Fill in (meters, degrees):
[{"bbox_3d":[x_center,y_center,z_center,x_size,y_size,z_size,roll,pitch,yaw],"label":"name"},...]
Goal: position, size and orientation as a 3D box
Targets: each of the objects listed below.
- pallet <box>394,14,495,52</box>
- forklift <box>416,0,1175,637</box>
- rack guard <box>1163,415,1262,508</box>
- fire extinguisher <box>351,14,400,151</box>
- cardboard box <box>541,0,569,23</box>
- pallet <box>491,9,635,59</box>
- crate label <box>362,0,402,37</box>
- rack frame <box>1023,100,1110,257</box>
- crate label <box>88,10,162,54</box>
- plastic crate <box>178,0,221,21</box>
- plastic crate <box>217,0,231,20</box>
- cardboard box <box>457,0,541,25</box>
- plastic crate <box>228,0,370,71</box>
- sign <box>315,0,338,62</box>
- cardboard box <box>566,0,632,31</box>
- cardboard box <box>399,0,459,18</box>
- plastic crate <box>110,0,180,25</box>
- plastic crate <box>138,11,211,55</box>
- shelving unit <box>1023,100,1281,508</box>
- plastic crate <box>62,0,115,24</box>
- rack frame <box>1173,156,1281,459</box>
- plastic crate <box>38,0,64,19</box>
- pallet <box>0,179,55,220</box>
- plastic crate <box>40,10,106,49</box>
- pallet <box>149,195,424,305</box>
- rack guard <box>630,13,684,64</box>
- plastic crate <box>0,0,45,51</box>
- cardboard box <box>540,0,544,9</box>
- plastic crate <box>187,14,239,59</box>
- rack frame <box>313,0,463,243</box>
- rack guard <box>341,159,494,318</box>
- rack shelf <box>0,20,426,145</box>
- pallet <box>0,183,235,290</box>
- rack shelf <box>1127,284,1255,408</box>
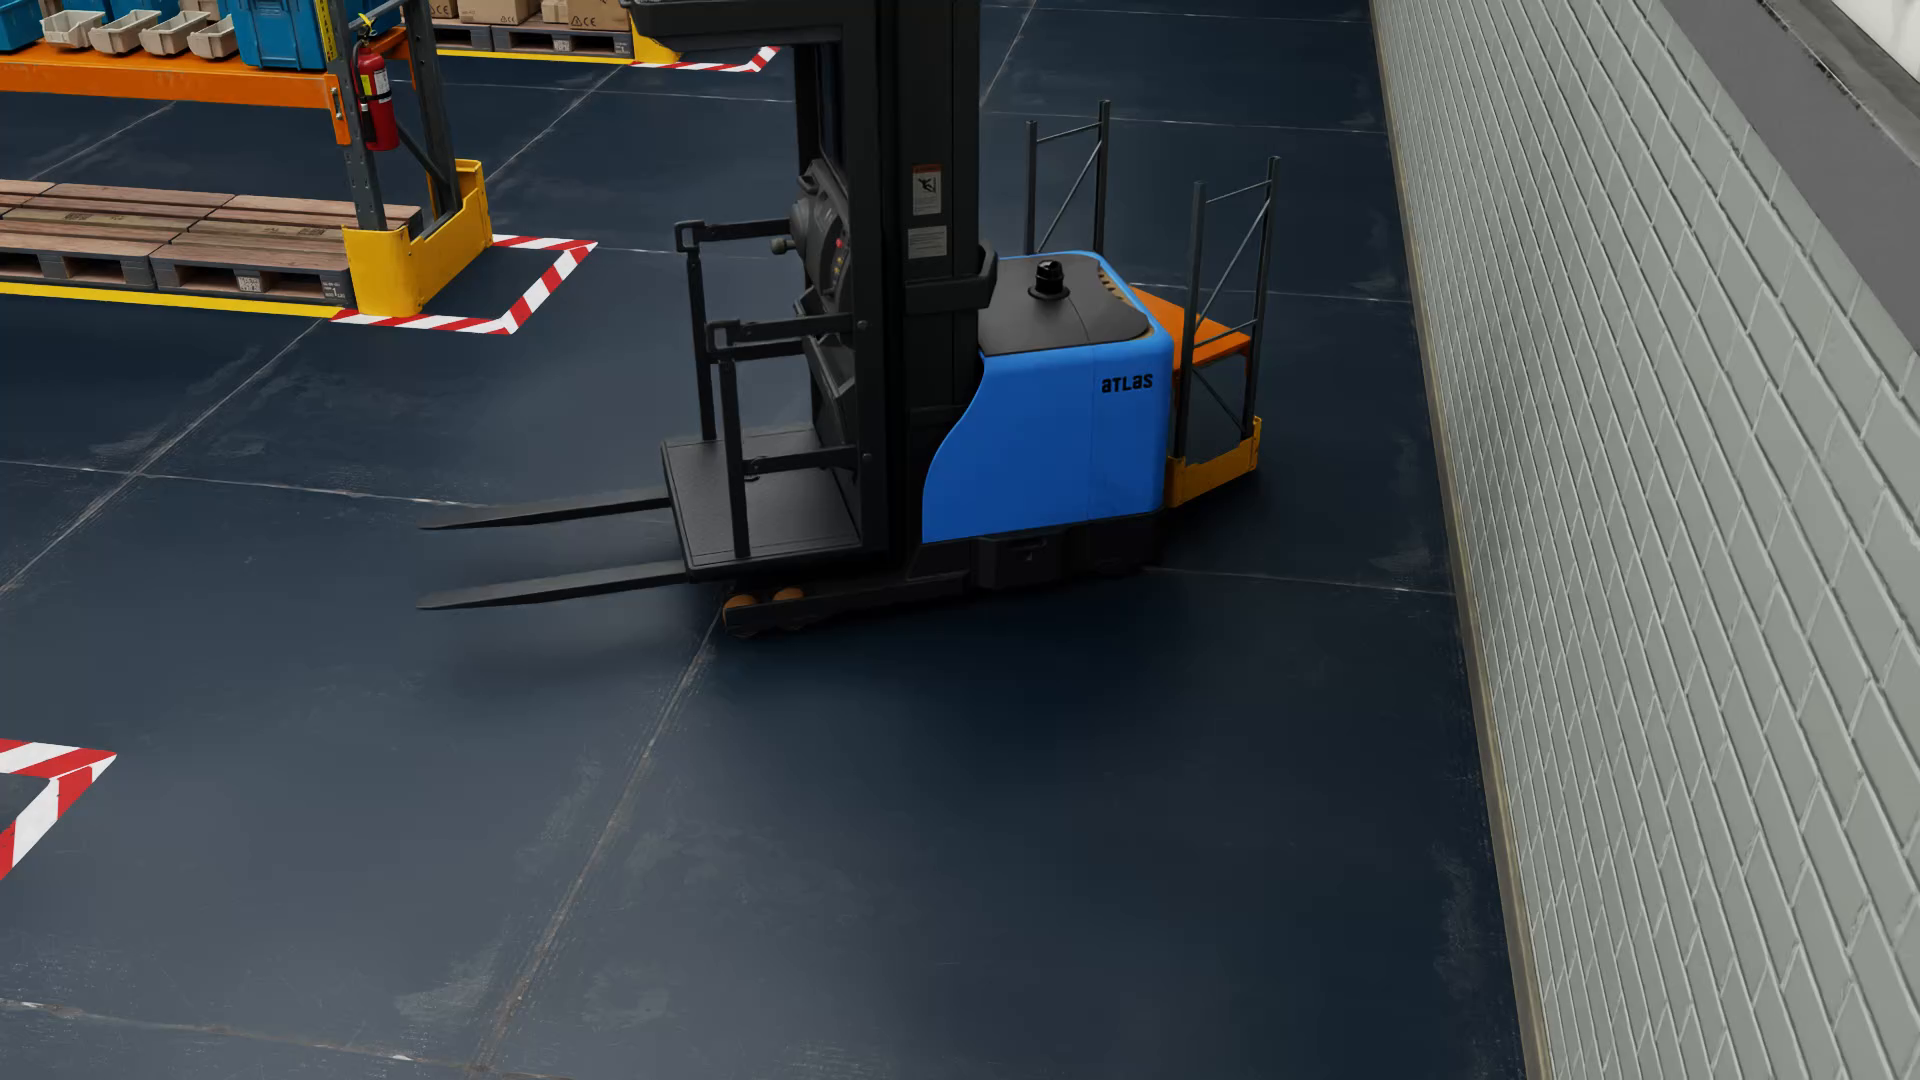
[{"bbox_3d":[-4.352,-4.410,14.097,1.213,0.211,1.003,5,32,8],"label":"pallet"},{"bbox_3d":[-0.716,-1.166,6.350,3.031,2.935,1.130,-8,33,-12],"label":"forklift"},{"bbox_3d":[1.150,-0.364,7.595,0.587,0.250,0.087,-24,39,-33],"label":"rack guard"},{"bbox_3d":[-3.057,-2.372,8.637,0.183,0.674,0.296,5,32,8],"label":"fire extinguisher"},{"bbox_3d":[-3.254,-4.393,13.697,0.250,0.166,0.380,5,32,8],"label":"cardboard box"},{"bbox_3d":[-3.153,-4.300,13.921,1.213,0.211,1.003,5,32,8],"label":"pallet"},{"bbox_3d":[-3.317,-2.963,9.257,0.303,0.233,0.416,5,32,8],"label":"crate label"},{"bbox_3d":[0.492,-1.304,7.920,0.500,1.500,0.032,-24,39,-33],"label":"rack frame"},{"bbox_3d":[-4.526,-2.751,9.010,0.243,0.136,0.396,5,32,8],"label":"crate label"},{"bbox_3d":[-4.288,-3.054,9.495,0.298,0.136,0.250,5,32,8],"label":"plastic crate"},{"bbox_3d":[-3.966,-3.022,9.351,0.300,0.233,0.416,5,32,8],"label":"plastic crate"},{"bbox_3d":[-3.801,-4.446,13.702,0.500,0.250,0.500,5,32,8],"label":"cardboard box"},{"bbox_3d":[-3.491,-2.787,8.785,0.499,0.435,0.616,5,32,8],"label":"plastic crate"},{"bbox_3d":[-3.206,-2.594,8.413,0.005,0.325,0.100,5,32,8],"label":"sign"},{"bbox_3d":[-2.870,-4.451,13.475,0.500,0.500,0.500,5,32,8],"label":"cardboard box"},{"bbox_3d":[-4.383,-4.725,13.909,0.637,0.503,0.797,5,32,8],"label":"cardboard box"},{"bbox_3d":[-4.615,-3.080,9.445,0.300,0.233,0.416,5,32,8],"label":"plastic crate"},{"bbox_3d":[-4.247,-2.739,8.991,0.243,0.136,0.396,5,32,8],"label":"plastic crate"},{"bbox_3d":[0.827,-1.095,7.585,0.587,1.500,1.083,-24,39,-33],"label":"shelving unit"},{"bbox_3d":[-4.911,-3.107,9.488,0.300,0.233,0.416,5,32,8],"label":"plastic crate"},{"bbox_3d":[1.150,-0.893,7.263,0.500,1.500,0.032,-24,39,-33],"label":"rack frame"},{"bbox_3d":[-5.305,-3.087,9.546,0.466,0.136,0.293,5,32,8],"label":"plastic crate"},{"bbox_3d":[-6.341,-1.944,10.156,1.213,0.211,1.003,5,32,8],"label":"pallet"},{"bbox_3d":[-4.821,-2.768,9.037,0.250,0.136,0.298,5,32,8],"label":"plastic crate"},{"bbox_3d":[-3.936,-1.726,9.809,1.213,0.211,1.003,5,32,8],"label":"pallet"},{"bbox_3d":[-2.367,-4.352,13.731,0.348,0.500,1.175,5,32,8],"label":"rack guard"},{"bbox_3d":[-5.197,-2.818,9.026,0.300,0.233,0.416,5,32,8],"label":"plastic crate"},{"bbox_3d":[-3.274,-4.667,14.056,0.500,0.250,0.500,5,32,8],"label":"cardboard box"},{"bbox_3d":[-3.964,-2.706,8.938,0.243,0.136,0.396,5,32,8],"label":"plastic crate"},{"bbox_3d":[-3.129,-2.814,8.919,0.127,3.000,1.000,5,32,8],"label":"rack frame"},{"bbox_3d":[-3.104,-1.759,9.589,0.348,0.500,1.175,5,32,8],"label":"rack guard"},{"bbox_3d":[-5.101,-2.688,9.395,4.000,0.370,1.077,5,32,8],"label":"rack shelf"},{"bbox_3d":[-5.135,-1.836,9.984,1.213,0.211,1.003,5,32,8],"label":"pallet"},{"bbox_3d":[0.821,-0.946,7.687,0.538,0.185,1.000,-24,39,-33],"label":"rack shelf"}]
